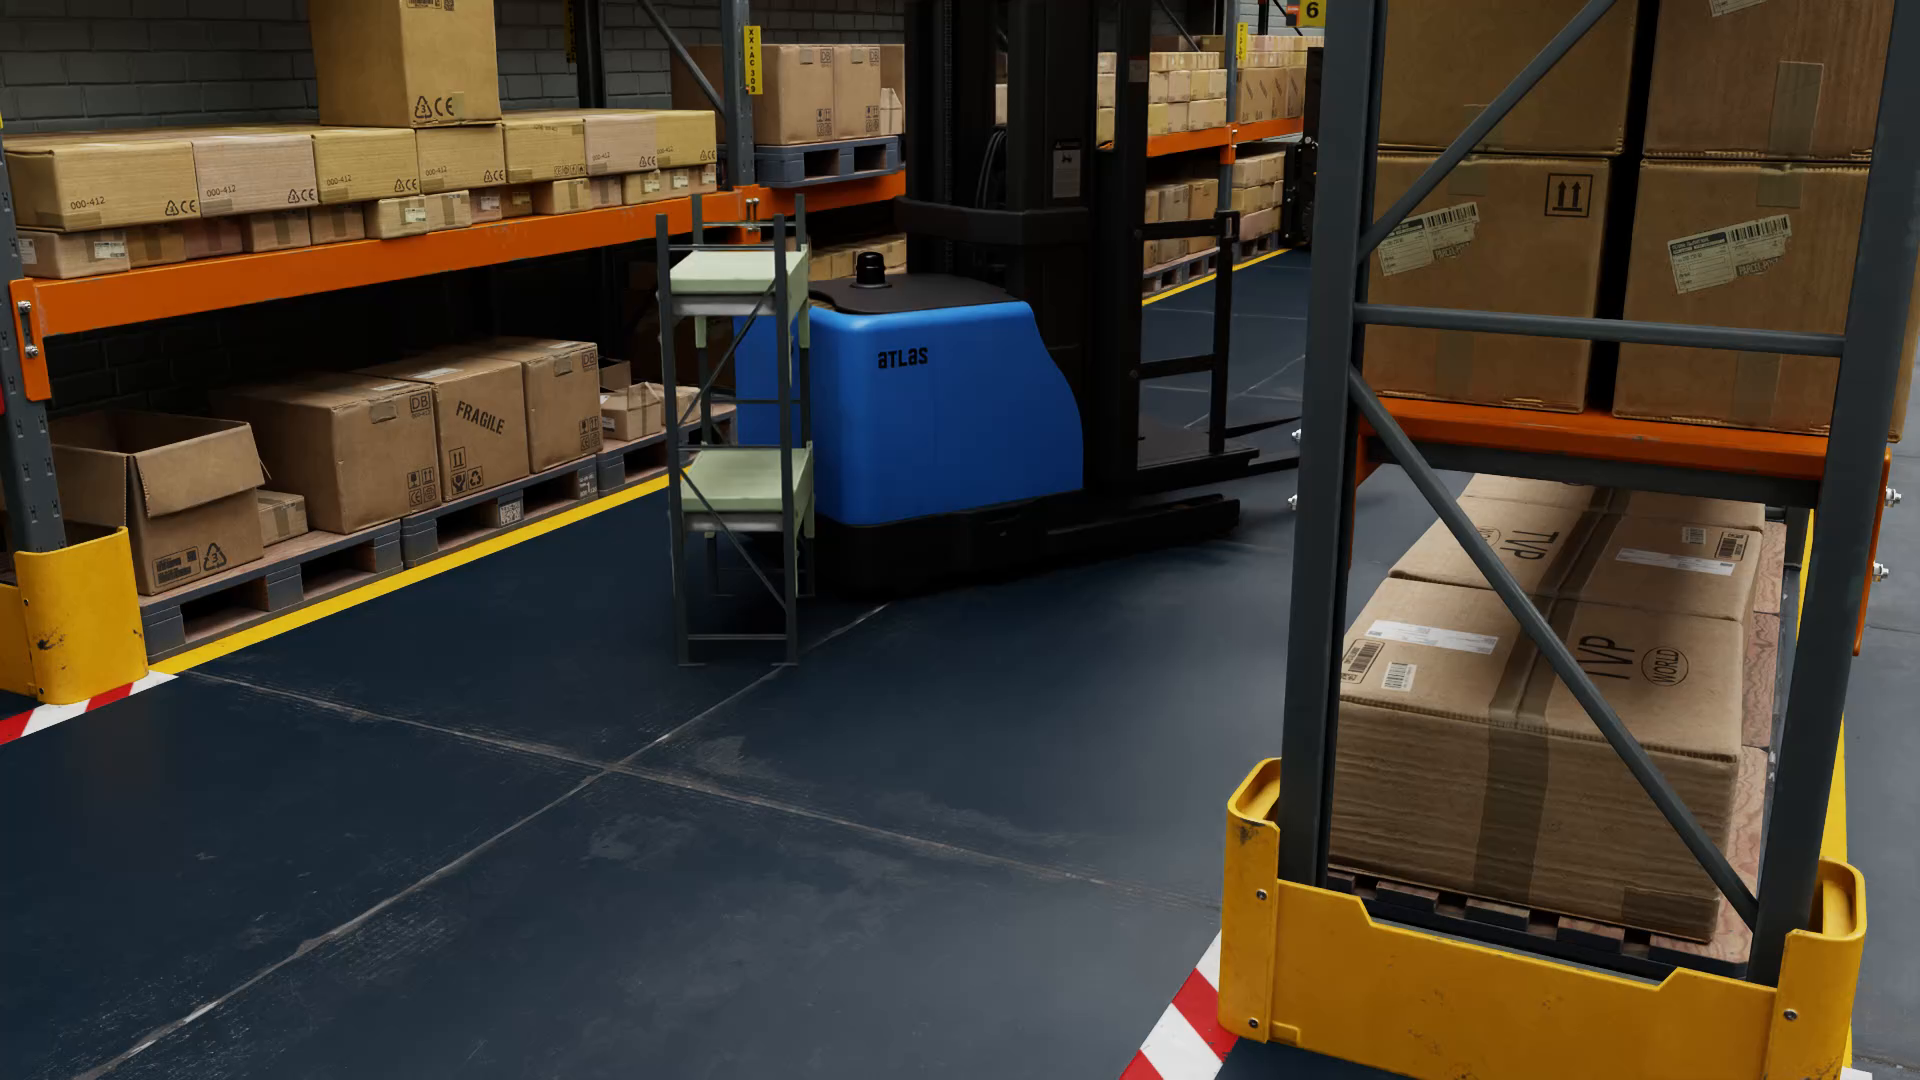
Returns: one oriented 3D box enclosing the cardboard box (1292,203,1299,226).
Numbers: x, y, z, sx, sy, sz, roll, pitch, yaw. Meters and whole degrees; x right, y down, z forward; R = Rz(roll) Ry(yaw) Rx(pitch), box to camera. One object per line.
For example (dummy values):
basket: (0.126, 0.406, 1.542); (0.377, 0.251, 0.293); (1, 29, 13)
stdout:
cardboard box: (3.245, -3.419, 17.358); (0.500, 0.250, 0.500); (9, 19, 27)

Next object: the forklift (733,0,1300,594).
forklift: (0.587, -1.504, 6.941); (3.031, 2.935, 1.130); (-11, 20, -32)

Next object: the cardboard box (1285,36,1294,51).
cardboard box: (3.195, -5.074, 17.003); (0.380, 0.149, 0.250); (8, 18, 26)

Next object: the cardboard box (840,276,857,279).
cardboard box: (-0.869, -1.260, 9.652); (0.500, 0.500, 0.500); (8, 18, 25)

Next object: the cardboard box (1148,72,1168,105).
cardboard box: (1.369, -3.686, 13.552); (0.500, 0.250, 0.500); (8, 18, 26)

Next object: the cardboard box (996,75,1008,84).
cardboard box: (0.224, -3.362, 12.461); (0.500, 0.250, 0.500); (9, 19, 27)

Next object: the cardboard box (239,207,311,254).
cardboard box: (-2.584, -1.134, 6.015); (0.380, 0.149, 0.250); (9, 19, 27)

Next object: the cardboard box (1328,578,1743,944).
cardboard box: (1.345, 0.470, 3.937); (0.875, 0.438, 0.875); (7, 18, 24)

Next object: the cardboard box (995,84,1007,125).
cardboard box: (0.090, -2.864, 10.925); (0.500, 0.250, 0.500); (7, 18, 23)

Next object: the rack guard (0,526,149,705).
rack guard: (-3.269, 0.172, 5.567); (1.175, 0.500, 0.348); (8, 18, 25)

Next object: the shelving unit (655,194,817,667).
shelving unit: (-0.747, -0.399, 5.732); (0.431, 1.500, 0.755); (0, 17, 0)

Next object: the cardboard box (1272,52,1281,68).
cardboard box: (2.938, -4.726, 16.354); (0.380, 0.149, 0.250); (8, 18, 25)

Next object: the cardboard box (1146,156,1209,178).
cardboard box: (2.106, -3.576, 16.131); (0.500, 0.250, 0.500); (9, 19, 26)

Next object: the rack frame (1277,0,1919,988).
rack frame: (1.139, -0.376, 3.023); (1.000, 3.000, 0.127); (8, 18, 25)

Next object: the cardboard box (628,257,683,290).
cardboard box: (-1.609, -1.470, 9.219); (0.380, 0.149, 0.250); (7, 18, 23)

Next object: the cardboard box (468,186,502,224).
cardboard box: (-2.138, -1.401, 6.915); (0.380, 0.149, 0.250); (8, 18, 25)

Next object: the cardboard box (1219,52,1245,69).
cardboard box: (2.437, -4.470, 15.491); (0.380, 0.149, 0.250); (8, 18, 24)

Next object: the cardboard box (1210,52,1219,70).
cardboard box: (2.105, -4.307, 14.943); (0.380, 0.149, 0.250); (9, 19, 27)

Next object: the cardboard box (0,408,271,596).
cardboard box: (-2.945, -0.155, 5.926); (0.797, 0.503, 0.637); (7, 18, 23)

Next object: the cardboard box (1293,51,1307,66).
cardboard box: (3.391, -4.987, 17.233); (0.380, 0.149, 0.250); (8, 18, 26)

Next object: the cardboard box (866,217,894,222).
cardboard box: (-0.423, -2.128, 11.433); (0.380, 0.149, 0.250); (8, 18, 26)

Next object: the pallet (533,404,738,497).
pallet: (-1.824, -0.514, 8.385); (1.003, 0.211, 1.213); (8, 18, 25)

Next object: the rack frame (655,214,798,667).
rack frame: (-0.746, -0.294, 5.381); (0.400, 1.500, 0.023); (0, 17, 0)

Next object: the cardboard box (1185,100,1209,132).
cardboard box: (1.848, -3.701, 14.481); (0.500, 0.250, 0.500); (8, 18, 25)

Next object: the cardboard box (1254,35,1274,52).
cardboard box: (2.816, -4.805, 16.097); (0.380, 0.149, 0.250); (9, 19, 27)

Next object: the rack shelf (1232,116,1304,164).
rack shelf: (2.953, -4.228, 17.255); (1.077, 0.370, 4.000); (8, 18, 25)

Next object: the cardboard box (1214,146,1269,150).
cardboard box: (3.009, -4.093, 17.871); (0.500, 0.250, 0.500); (8, 18, 25)

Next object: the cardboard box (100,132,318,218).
cardboard box: (-2.634, -1.287, 5.831); (0.500, 0.250, 0.500); (8, 18, 26)

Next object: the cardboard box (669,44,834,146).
cardboard box: (-1.100, -2.370, 8.821); (0.700, 0.500, 0.500); (9, 19, 27)

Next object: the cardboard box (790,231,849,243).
cardboard box: (-0.929, -1.866, 10.552); (0.380, 0.149, 0.250); (7, 18, 23)

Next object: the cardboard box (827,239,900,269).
cardboard box: (-0.590, -1.738, 10.121); (0.380, 0.149, 0.250); (9, 19, 27)

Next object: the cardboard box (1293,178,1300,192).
cardboard box: (3.236, -3.654, 17.272); (0.500, 0.250, 0.500); (8, 18, 25)

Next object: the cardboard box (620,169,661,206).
cardboard box: (-1.624, -1.654, 7.765); (0.380, 0.149, 0.250); (9, 19, 27)

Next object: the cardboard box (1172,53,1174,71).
cardboard box: (1.560, -3.978, 13.834); (0.380, 0.149, 0.250); (8, 18, 26)

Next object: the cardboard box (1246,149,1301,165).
cardboard box: (3.247, -3.899, 17.220); (0.500, 0.250, 0.500); (8, 18, 24)

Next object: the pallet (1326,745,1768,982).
pallet: (1.426, 0.747, 4.139); (1.003, 0.211, 1.213); (8, 18, 25)

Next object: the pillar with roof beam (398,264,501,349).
pillar with roof beam: (1.218, -4.291, 5.667); (9.100, 9.000, 0.400); (8, 18, 25)

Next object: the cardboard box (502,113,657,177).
cardboard box: (-1.736, -1.806, 7.578); (0.500, 0.250, 0.500); (8, 18, 26)

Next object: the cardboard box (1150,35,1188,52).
cardboard box: (1.931, -4.685, 15.691); (0.380, 0.149, 0.250); (8, 18, 26)

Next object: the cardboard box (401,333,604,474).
cardboard box: (-2.064, -0.631, 7.533); (0.700, 0.500, 0.500); (7, 18, 23)

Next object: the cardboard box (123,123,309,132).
cardboard box: (-2.878, -1.485, 6.498); (0.500, 0.250, 0.500); (9, 19, 27)

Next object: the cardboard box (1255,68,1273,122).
cardboard box: (2.709, -4.326, 16.145); (0.500, 0.500, 0.500); (8, 19, 26)

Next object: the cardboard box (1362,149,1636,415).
cardboard box: (1.118, -0.581, 3.536); (0.500, 0.500, 0.500); (8, 18, 26)

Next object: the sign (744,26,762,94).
sign: (-1.027, -2.374, 8.227); (0.100, 0.325, 0.005); (8, 18, 25)

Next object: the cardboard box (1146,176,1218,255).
cardboard box: (1.836, -2.992, 15.263); (0.875, 0.625, 0.625); (9, 19, 28)

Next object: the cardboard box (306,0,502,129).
cardboard box: (-2.189, -1.900, 6.579); (0.500, 0.500, 0.500); (9, 19, 27)

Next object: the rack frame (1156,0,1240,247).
rack frame: (2.059, -4.063, 15.437); (1.000, 3.000, 0.127); (8, 18, 25)

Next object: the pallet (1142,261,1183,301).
pallet: (1.221, -2.222, 14.135); (1.003, 0.211, 1.213); (8, 18, 25)
